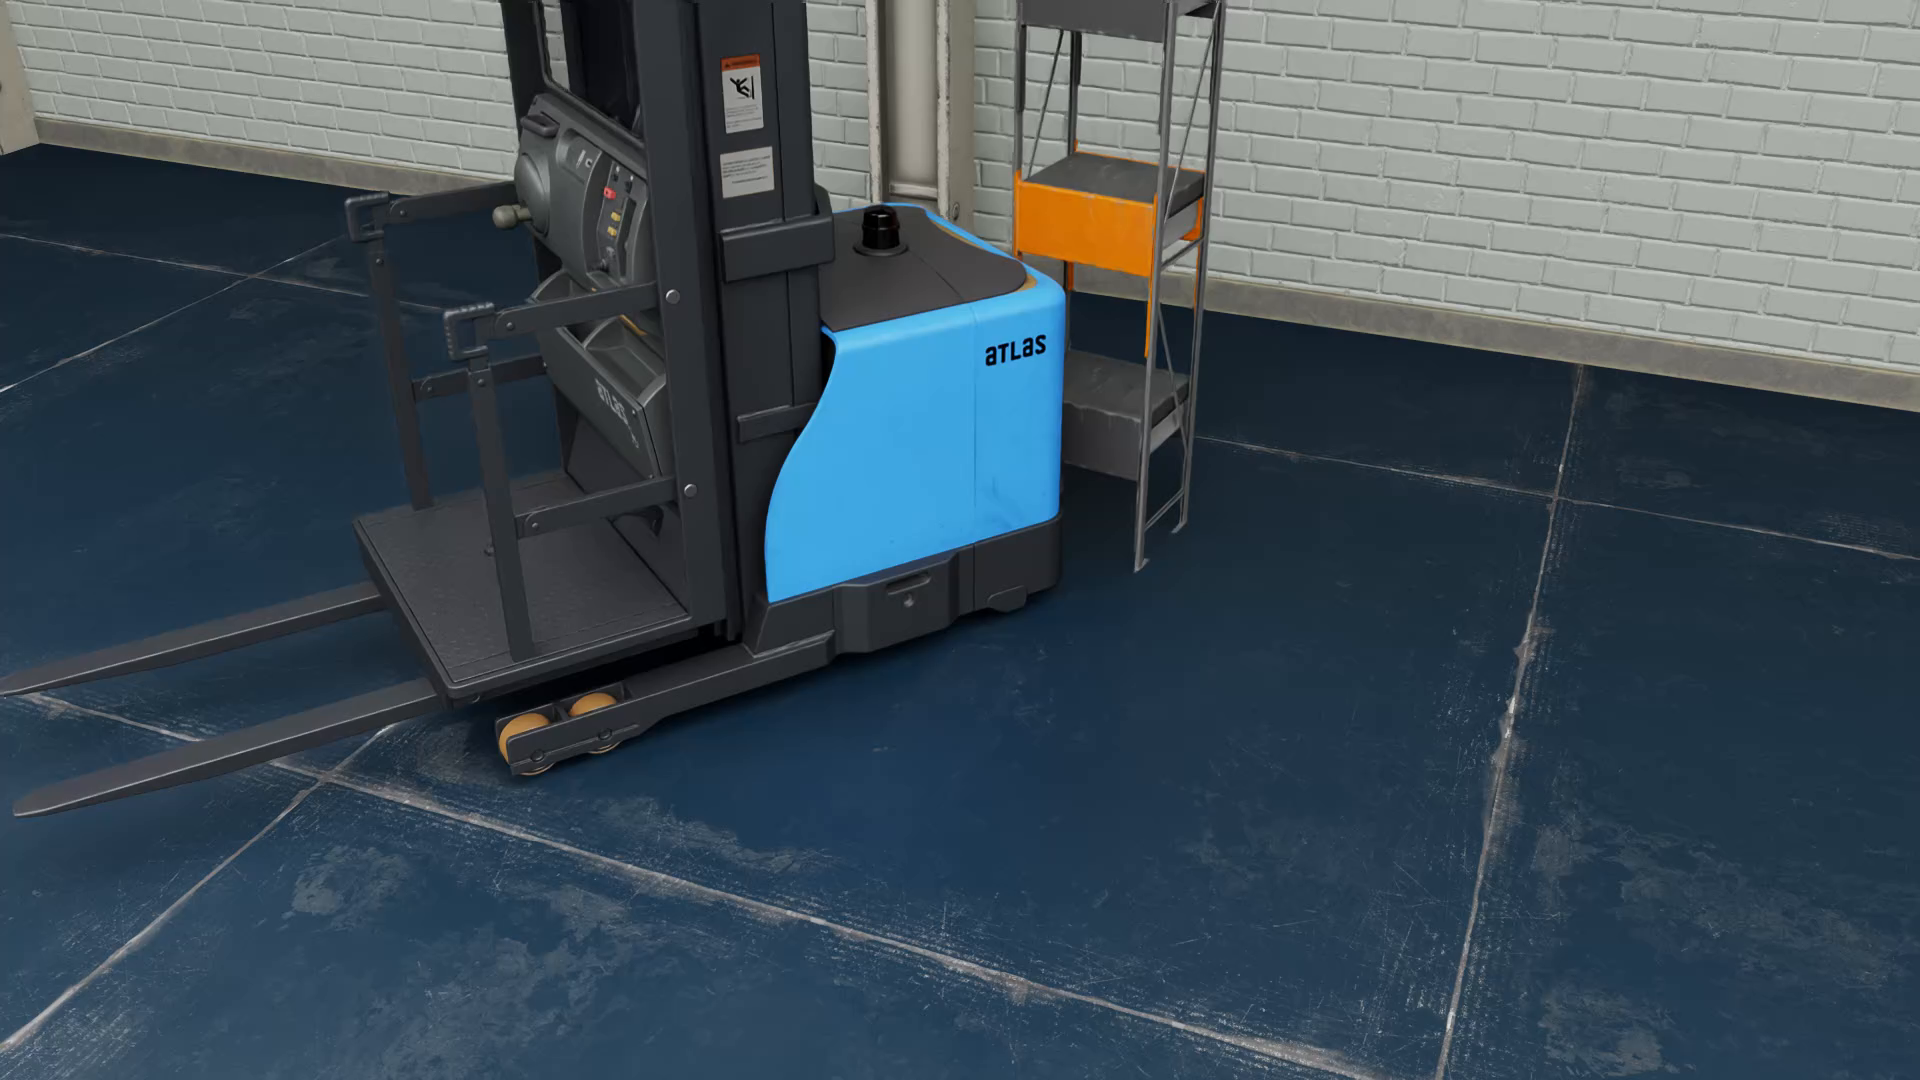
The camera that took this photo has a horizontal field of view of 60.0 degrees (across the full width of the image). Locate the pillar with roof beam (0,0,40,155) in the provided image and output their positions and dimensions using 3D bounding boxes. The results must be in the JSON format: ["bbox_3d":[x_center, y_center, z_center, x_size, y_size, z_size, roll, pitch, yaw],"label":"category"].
[{"bbox_3d":[-7.355,-4.314,4.238,0.400,9.000,9.100,11,31,19],"label":"pillar with roof beam"}]

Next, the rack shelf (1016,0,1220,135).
[{"bbox_3d":[0.481,-1.549,4.962,0.480,0.518,0.431,16,33,26],"label":"rack shelf"}]

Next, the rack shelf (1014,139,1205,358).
[{"bbox_3d":[0.481,-0.940,5.306,0.480,0.518,0.431,16,33,26],"label":"rack shelf"}]

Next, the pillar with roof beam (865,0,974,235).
[{"bbox_3d":[-1.795,-3.204,2.274,0.400,9.000,9.100,11,31,19],"label":"pillar with roof beam"}]

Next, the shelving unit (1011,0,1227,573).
[{"bbox_3d":[0.481,-0.951,5.300,0.503,2.100,0.431,16,33,26],"label":"shelving unit"}]

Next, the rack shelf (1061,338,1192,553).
[{"bbox_3d":[0.481,-0.330,5.651,0.480,0.518,0.431,16,33,26],"label":"rack shelf"}]

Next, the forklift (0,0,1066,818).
[{"bbox_3d":[-1.199,-0.923,4.405,3.031,2.935,1.130,-16,33,-27],"label":"forklift"}]

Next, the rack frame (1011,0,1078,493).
[{"bbox_3d":[0.271,-1.013,5.408,0.015,2.100,0.400,16,33,26],"label":"rack frame"}]

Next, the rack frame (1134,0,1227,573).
[{"bbox_3d":[0.691,-0.890,5.191,0.015,2.100,0.400,16,33,26],"label":"rack frame"}]
